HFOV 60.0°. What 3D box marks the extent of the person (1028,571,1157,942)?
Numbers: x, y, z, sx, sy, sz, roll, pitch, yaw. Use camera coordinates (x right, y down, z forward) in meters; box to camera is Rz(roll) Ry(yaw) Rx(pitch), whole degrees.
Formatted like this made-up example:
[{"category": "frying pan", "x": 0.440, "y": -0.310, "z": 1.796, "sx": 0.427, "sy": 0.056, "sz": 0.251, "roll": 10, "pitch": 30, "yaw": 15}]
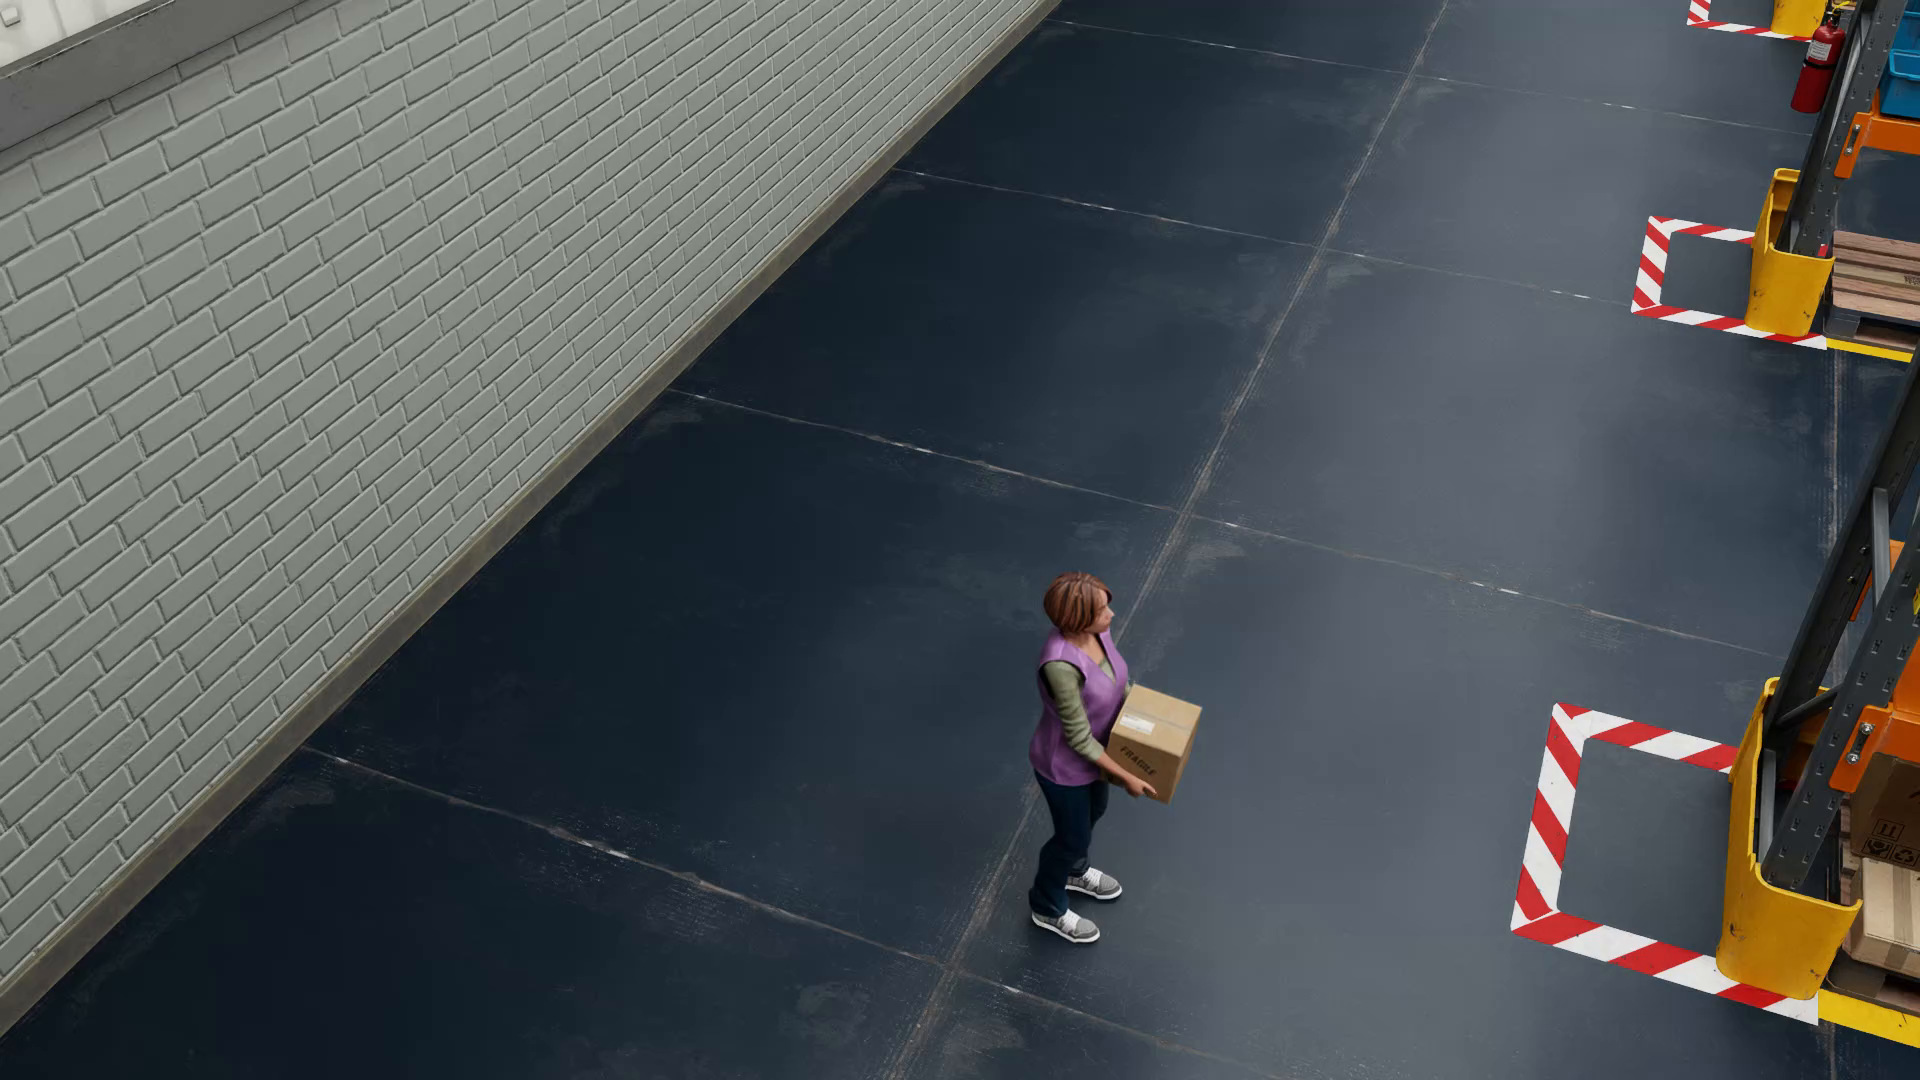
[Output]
[{"category": "person", "x": 0.490, "y": 0.814, "z": 5.861, "sx": 0.489, "sy": 1.498, "sz": 0.425, "roll": 14, "pitch": 40, "yaw": 17}]
